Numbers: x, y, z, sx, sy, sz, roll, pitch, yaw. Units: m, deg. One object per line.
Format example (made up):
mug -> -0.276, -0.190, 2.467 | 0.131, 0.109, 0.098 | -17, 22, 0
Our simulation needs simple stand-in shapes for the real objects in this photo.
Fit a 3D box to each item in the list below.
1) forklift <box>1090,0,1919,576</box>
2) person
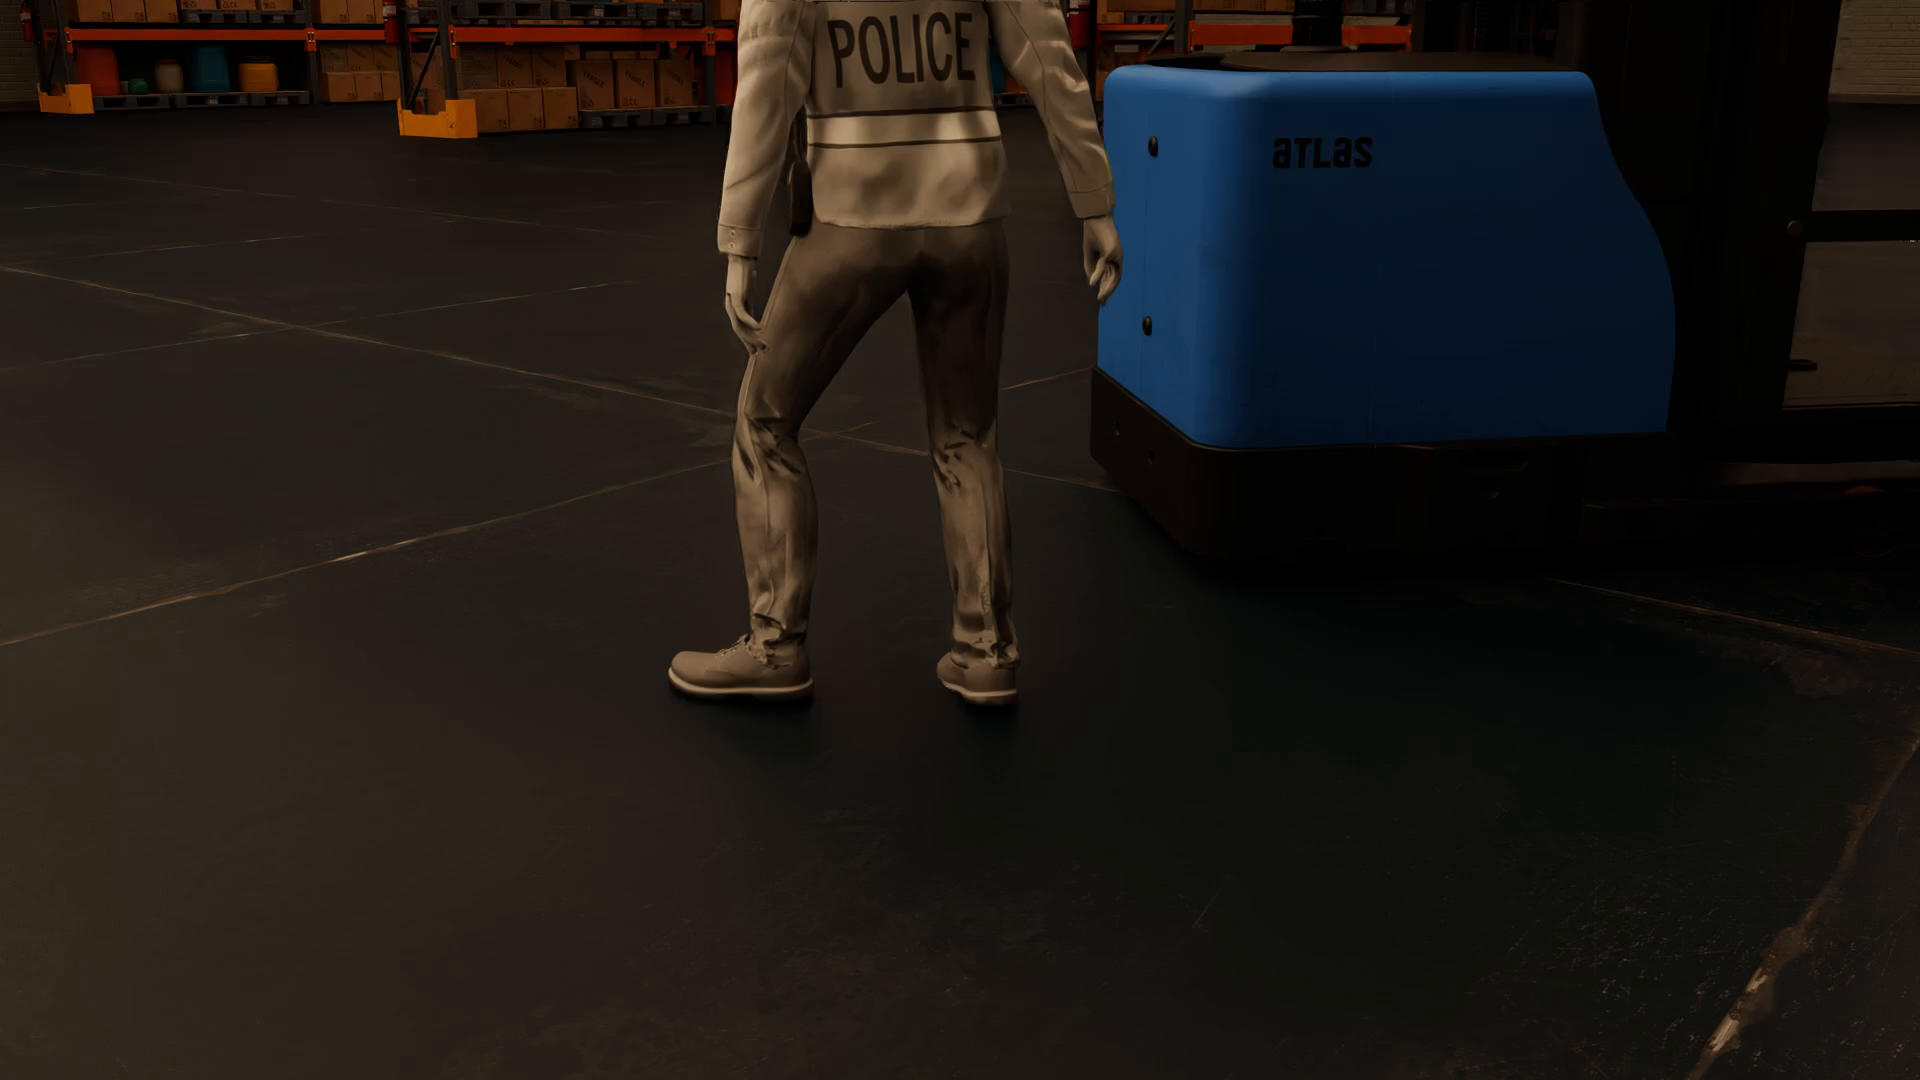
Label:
forklift -> 1.913, -1.509, 3.867 | 3.031, 2.935, 1.130 | -3, 17, -9
person -> -0.122, -0.502, 2.844 | 0.806, 1.640, 0.413 | -5, 17, -15
